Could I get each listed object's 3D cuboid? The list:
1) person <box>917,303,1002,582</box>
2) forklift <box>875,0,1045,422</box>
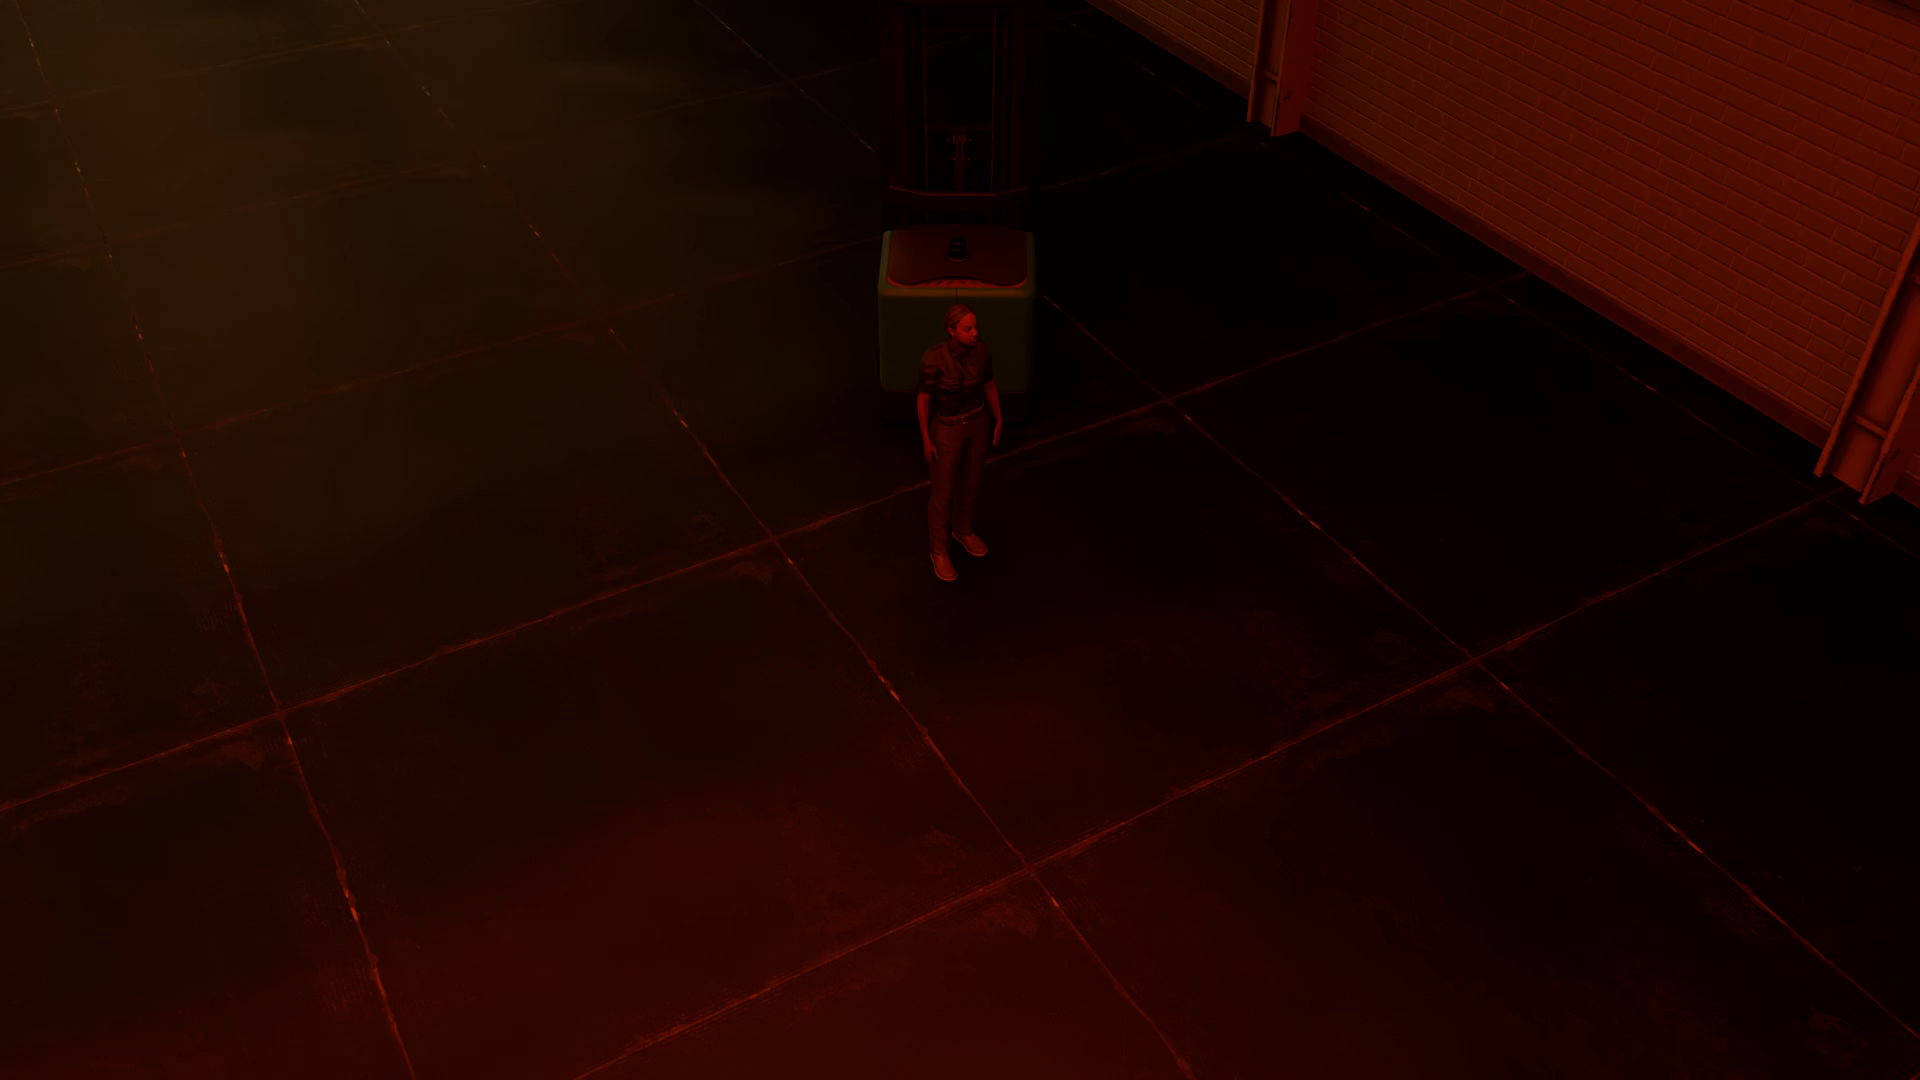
[{"bbox_3d":[0.027,-0.588,9.733,0.570,1.656,0.503,-20,44,-23],"label":"person"},{"bbox_3d":[0.006,-2.835,11.454,1.130,2.935,3.031,1,40,1],"label":"forklift"}]
